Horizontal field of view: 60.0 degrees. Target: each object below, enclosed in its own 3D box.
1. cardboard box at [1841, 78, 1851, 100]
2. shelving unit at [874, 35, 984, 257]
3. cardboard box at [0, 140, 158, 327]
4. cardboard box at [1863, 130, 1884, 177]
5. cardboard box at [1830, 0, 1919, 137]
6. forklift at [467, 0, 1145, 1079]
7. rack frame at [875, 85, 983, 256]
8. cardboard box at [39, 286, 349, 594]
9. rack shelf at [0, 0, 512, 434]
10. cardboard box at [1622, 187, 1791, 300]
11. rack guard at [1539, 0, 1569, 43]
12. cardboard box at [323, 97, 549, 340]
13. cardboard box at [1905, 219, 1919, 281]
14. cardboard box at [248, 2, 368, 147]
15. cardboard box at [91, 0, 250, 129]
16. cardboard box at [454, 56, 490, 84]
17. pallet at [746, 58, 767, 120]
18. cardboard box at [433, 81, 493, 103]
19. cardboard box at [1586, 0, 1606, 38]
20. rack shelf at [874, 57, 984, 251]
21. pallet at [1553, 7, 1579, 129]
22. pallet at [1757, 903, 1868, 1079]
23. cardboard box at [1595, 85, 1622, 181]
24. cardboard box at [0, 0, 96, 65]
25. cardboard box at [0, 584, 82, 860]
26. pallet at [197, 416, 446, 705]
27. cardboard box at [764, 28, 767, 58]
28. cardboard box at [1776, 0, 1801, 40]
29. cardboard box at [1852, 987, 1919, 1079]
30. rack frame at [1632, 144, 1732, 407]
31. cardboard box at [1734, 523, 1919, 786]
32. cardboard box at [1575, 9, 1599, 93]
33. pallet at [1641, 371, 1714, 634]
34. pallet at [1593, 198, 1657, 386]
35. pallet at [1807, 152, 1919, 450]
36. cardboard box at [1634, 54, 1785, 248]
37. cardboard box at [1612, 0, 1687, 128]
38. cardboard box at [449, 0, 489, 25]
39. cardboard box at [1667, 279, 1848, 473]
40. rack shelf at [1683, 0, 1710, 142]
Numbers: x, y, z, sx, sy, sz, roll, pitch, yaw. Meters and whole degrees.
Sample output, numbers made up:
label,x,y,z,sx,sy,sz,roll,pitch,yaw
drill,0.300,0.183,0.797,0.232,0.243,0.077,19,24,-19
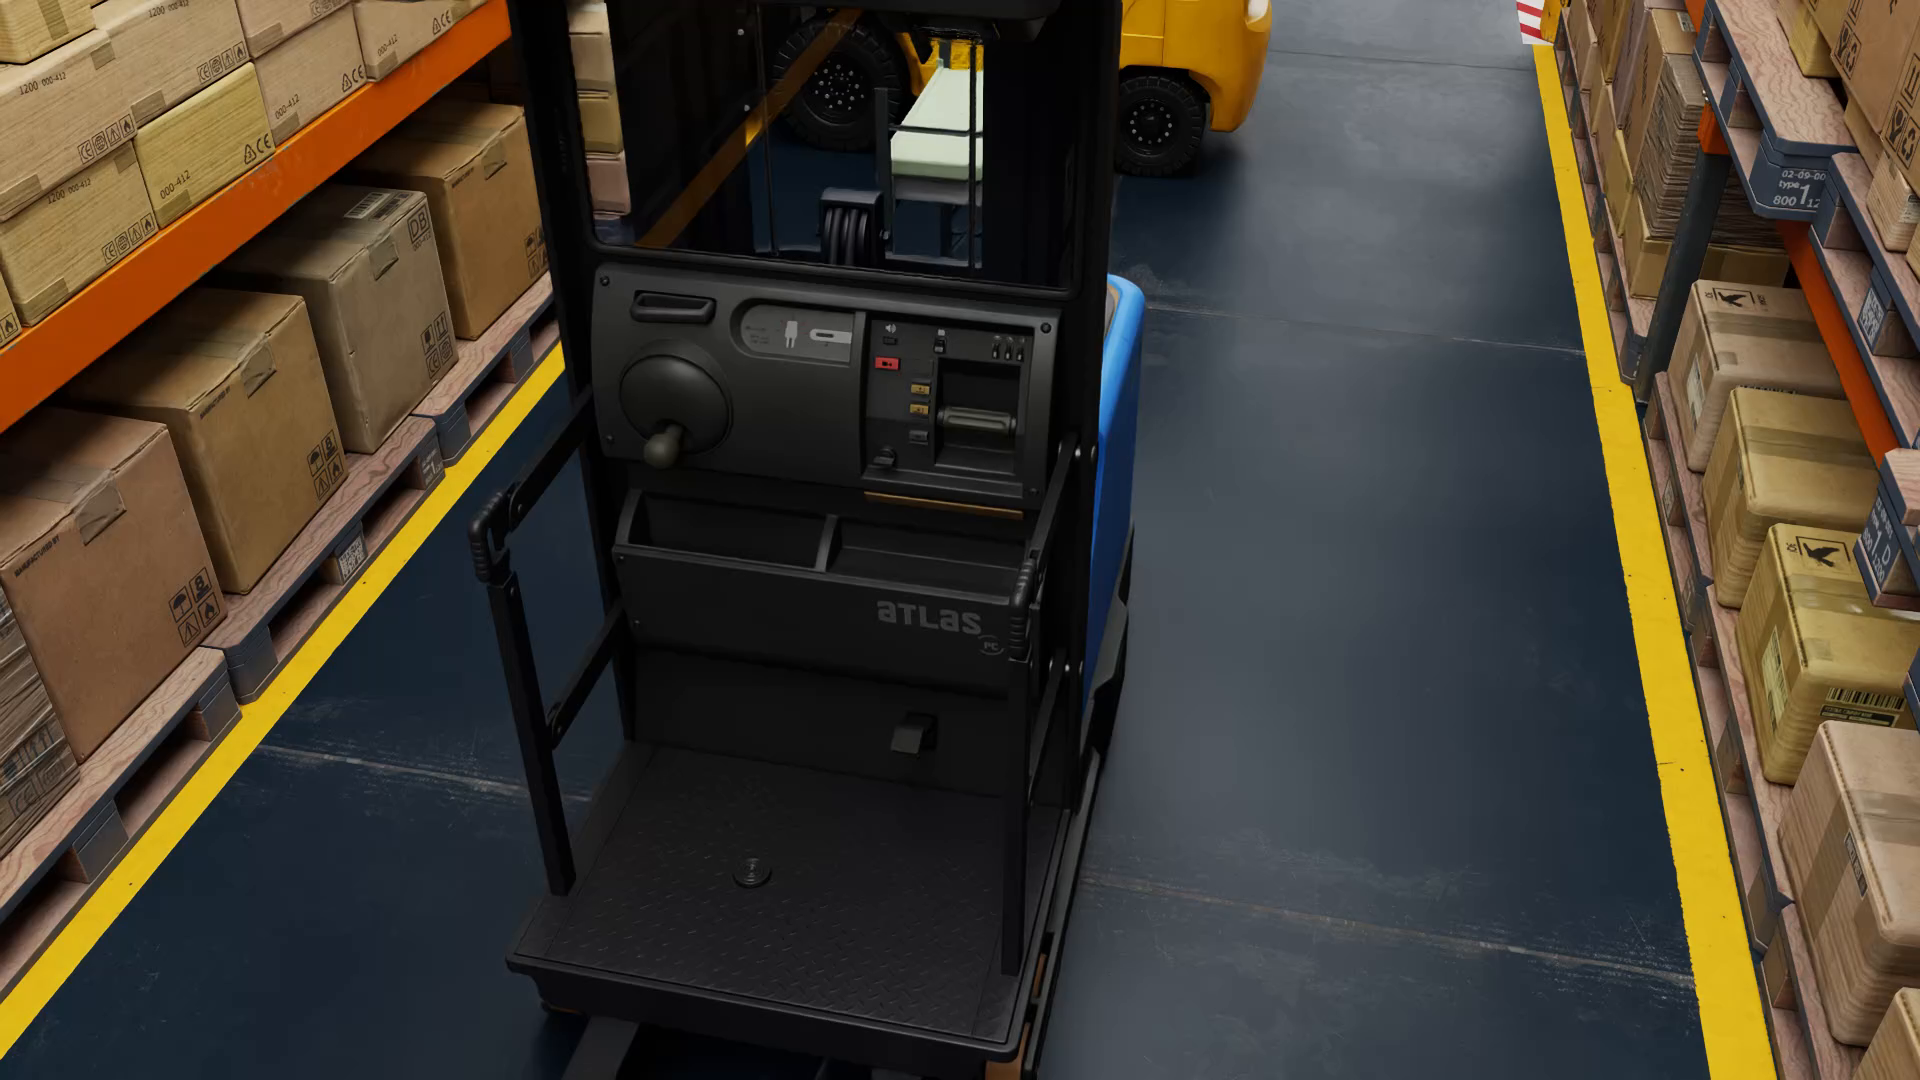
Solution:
label,x,y,z,sx,sy,sz,roll,pitch,yaw
cardboard box,2.430,-1.143,4.128,0.380,0.149,0.250,10,37,13
shelving unit,0.056,-0.754,5.013,0.431,1.500,0.755,7,37,10
cardboard box,-2.251,-0.740,3.843,0.500,0.250,0.500,6,36,8
cardboard box,2.280,-0.860,3.736,0.380,0.149,0.250,8,37,10
cardboard box,2.299,-1.196,3.647,0.500,0.500,0.500,7,37,10
forklift,-0.319,-0.233,3.074,1.130,2.935,3.031,7,37,10
rack frame,-0.023,-0.545,4.723,0.400,1.500,0.023,7,37,10
cardboard box,-2.378,-0.319,4.800,0.875,0.625,0.625,6,36,8
rack shelf,-2.373,-0.848,4.478,1.077,0.370,4.000,7,37,10
cardboard box,2.768,-1.096,6.191,0.500,0.250,0.500,9,37,12
rack guard,3.743,-2.904,8.831,1.175,0.500,0.348,7,37,10
cardboard box,-2.046,-1.194,6.008,0.875,0.625,0.625,9,37,12
cardboard box,2.144,-0.557,3.319,0.380,0.149,0.250,6,36,8
cardboard box,-2.036,-1.334,4.663,0.500,0.250,0.500,8,37,10
cardboard box,-2.144,-1.239,4.106,0.500,0.250,0.500,8,37,11
cardboard box,-2.029,-2.054,6.662,0.500,0.250,0.500,8,37,11
pallet,-1.476,-2.310,8.257,1.003,0.211,1.213,7,37,10
cardboard box,-2.042,-1.850,6.806,0.500,0.250,0.500,7,36,9
cardboard box,3.204,-2.578,7.597,0.500,0.500,0.500,6,36,8
rack shelf,0.056,-1.070,4.784,0.431,0.370,0.720,7,37,10
pallet,3.535,-2.326,8.279,1.003,0.211,1.213,7,37,10
pallet,2.218,1.308,3.265,1.003,0.211,1.213,7,37,10
cardboard box,2.985,-1.693,7.015,0.500,0.250,0.500,8,37,11
cardboard box,-2.179,-1.183,3.689,0.380,0.149,0.250,8,37,11
cardboard box,-2.653,0.442,3.749,0.875,0.625,0.625,8,37,11
pallet,-2.323,-0.028,5.109,1.003,0.211,1.213,7,37,10
cardboard box,-1.203,-2.457,8.069,0.500,0.250,0.500,8,37,11
cardboard box,2.478,-1.457,4.561,0.380,0.149,0.250,8,37,11
cardboard box,2.181,1.198,2.922,0.950,0.372,0.625,5,36,7
rack frame,2.904,-1.666,4.993,1.000,3.000,0.127,7,37,10
cardboard box,2.498,0.340,4.106,0.950,0.372,0.625,8,37,12
cardboard box,3.200,-2.297,7.848,0.500,0.250,0.500,9,37,12
pallet,2.740,-0.091,5.195,1.003,0.211,1.213,7,37,10
pallet,3.013,-0.927,6.349,1.003,0.211,1.213,7,37,10
pallet,2.433,-0.435,3.458,1.003,0.211,1.213,7,37,10
cardboard box,2.769,-1.399,5.971,0.500,0.500,0.500,7,36,9
cardboard box,2.983,-1.984,6.778,0.500,0.500,0.500,9,37,12
cardboard box,-1.798,-1.904,5.449,0.500,0.250,0.500,8,37,11
cardboard box,2.795,-0.471,5.226,0.950,0.372,0.625,8,37,11
rack shelf,3.332,-2.522,6.786,1.077,0.370,4.000,7,37,10
